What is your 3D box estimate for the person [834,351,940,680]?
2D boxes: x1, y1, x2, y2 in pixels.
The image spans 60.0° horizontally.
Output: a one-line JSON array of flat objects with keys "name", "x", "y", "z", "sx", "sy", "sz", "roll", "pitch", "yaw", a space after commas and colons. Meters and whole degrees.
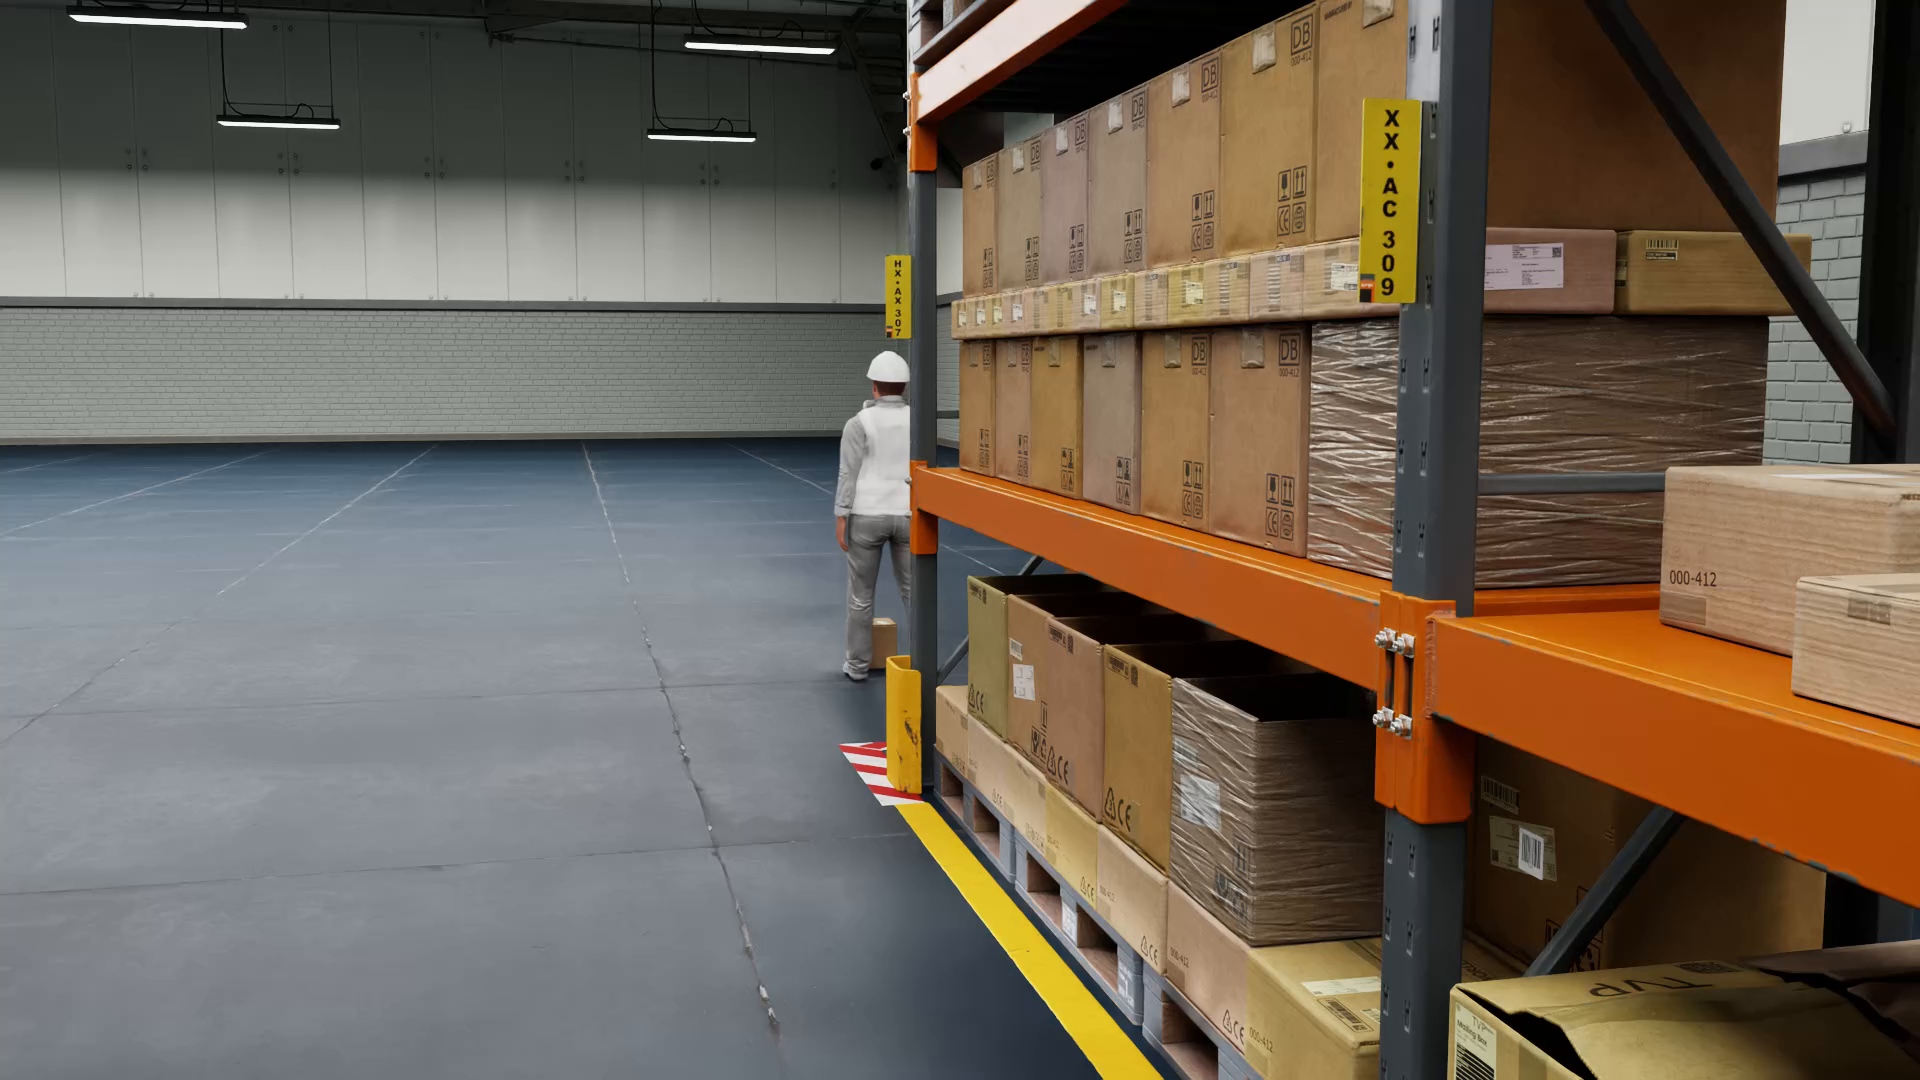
[{"name": "person", "x": -0.418, "y": -0.120, "z": 8.961, "sx": 0.566, "sy": 1.784, "sz": 0.563, "roll": -2, "pitch": 6, "yaw": -20}]
